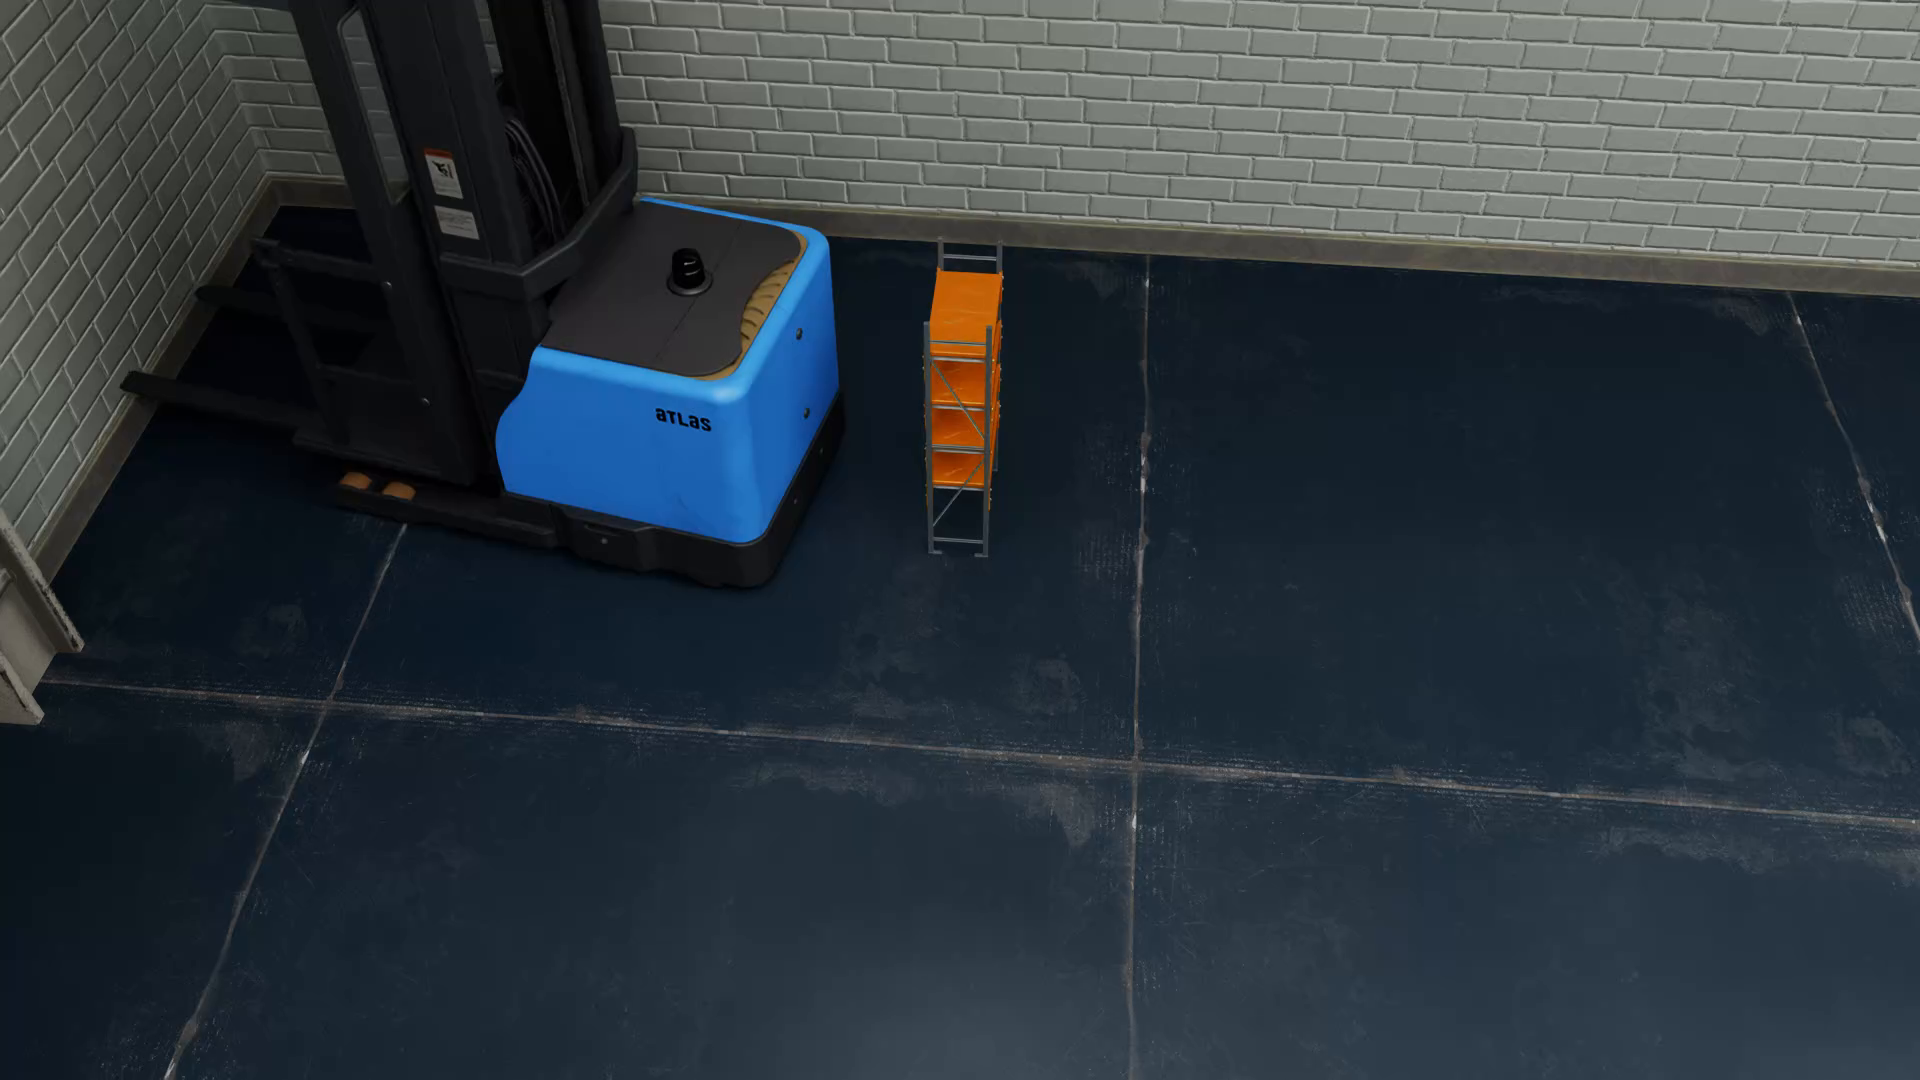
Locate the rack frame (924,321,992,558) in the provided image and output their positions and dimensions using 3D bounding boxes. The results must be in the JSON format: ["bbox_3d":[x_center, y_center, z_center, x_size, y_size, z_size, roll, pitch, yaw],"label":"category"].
[{"bbox_3d":[-0.007,-0.347,6.255,0.240,1.200,0.015,4,48,4],"label":"rack frame"}]

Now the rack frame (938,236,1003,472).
[{"bbox_3d":[0.037,-0.706,6.583,0.240,1.200,0.015,4,48,4],"label":"rack frame"}]

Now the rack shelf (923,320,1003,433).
[{"bbox_3d":[0.015,-0.632,6.303,0.258,0.148,0.480,4,48,4],"label":"rack shelf"}]

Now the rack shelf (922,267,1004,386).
[{"bbox_3d":[0.015,-0.792,6.129,0.258,0.148,0.480,4,48,4],"label":"rack shelf"}]

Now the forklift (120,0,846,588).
[{"bbox_3d":[-2.063,-1.427,6.069,3.031,2.935,1.130,12,49,11],"label":"forklift"}]

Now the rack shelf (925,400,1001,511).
[{"bbox_3d":[0.015,-0.347,6.615,0.258,0.148,0.480,4,48,4],"label":"rack shelf"}]

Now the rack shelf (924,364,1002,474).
[{"bbox_3d":[0.015,-0.481,6.468,0.258,0.148,0.480,4,48,4],"label":"rack shelf"}]

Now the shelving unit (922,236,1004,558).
[{"bbox_3d":[0.015,-0.527,6.419,0.258,1.200,0.503,4,48,4],"label":"shelving unit"}]
